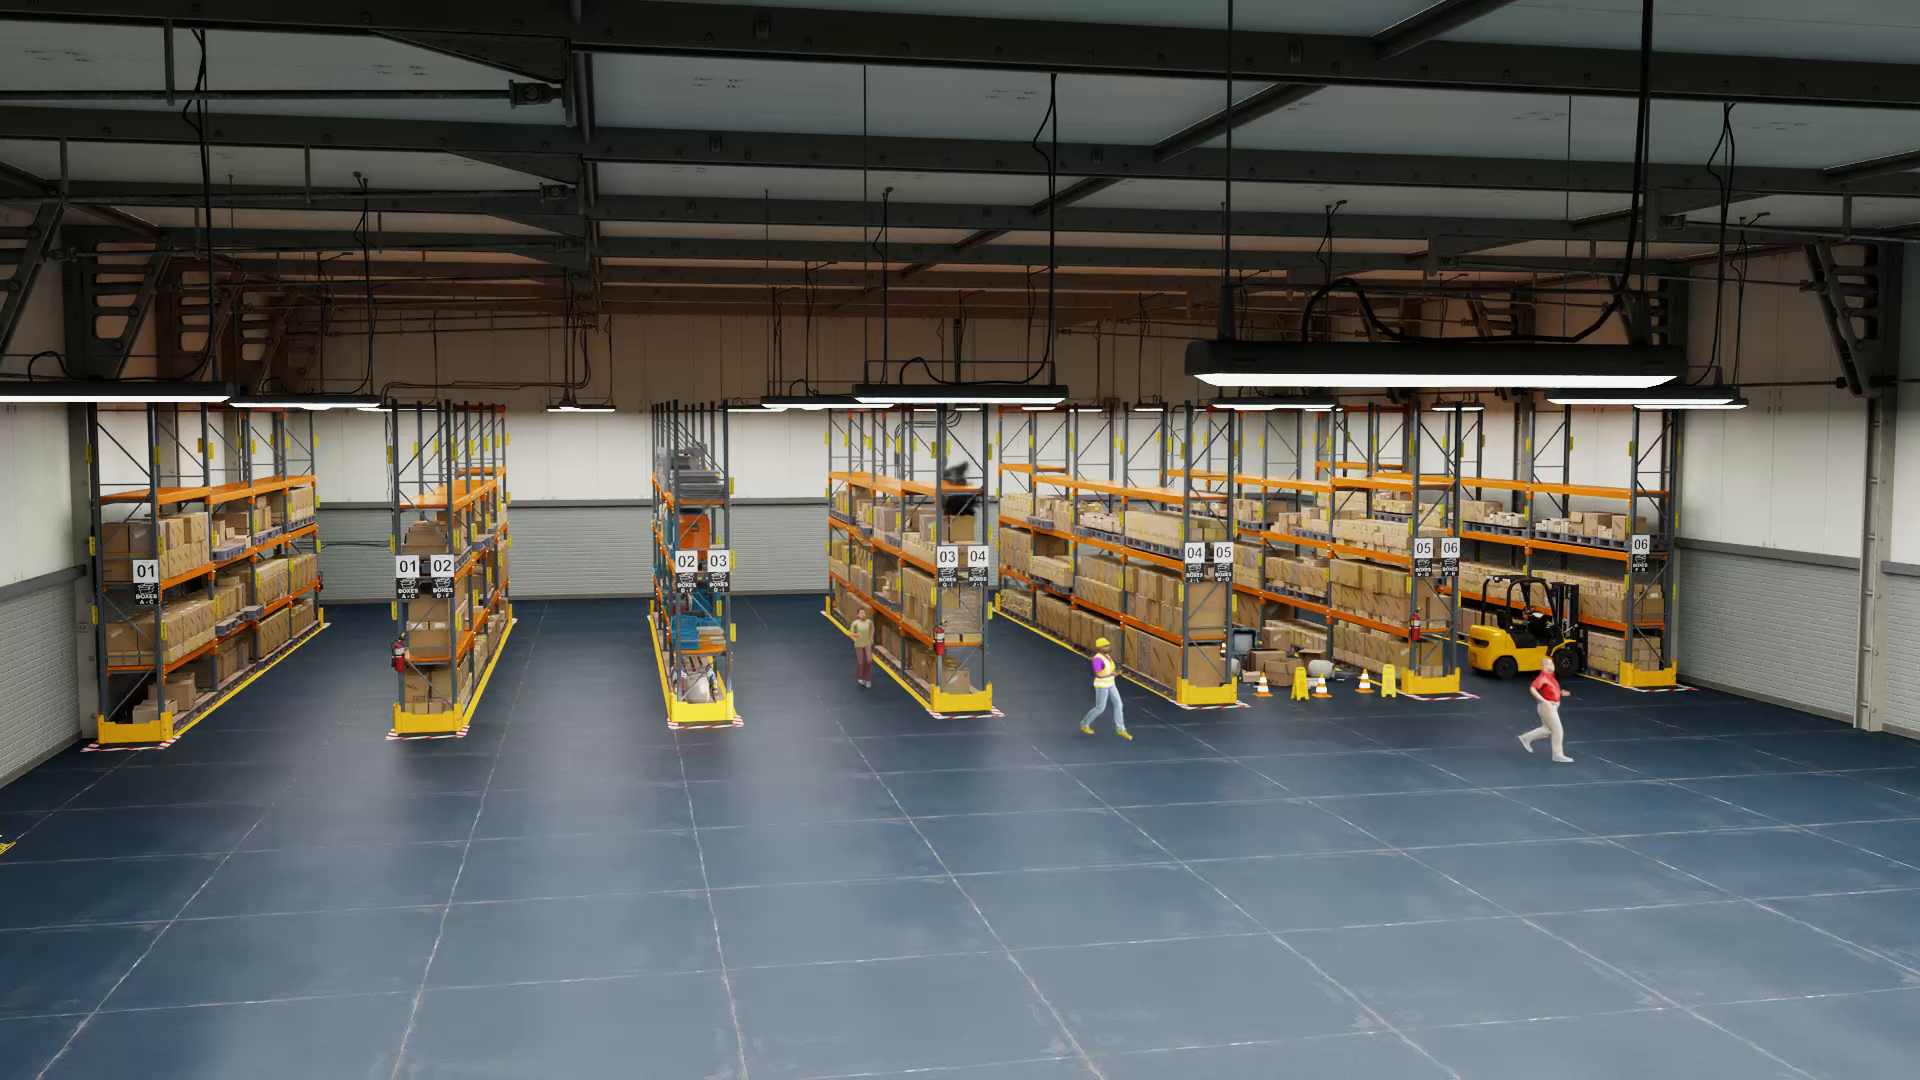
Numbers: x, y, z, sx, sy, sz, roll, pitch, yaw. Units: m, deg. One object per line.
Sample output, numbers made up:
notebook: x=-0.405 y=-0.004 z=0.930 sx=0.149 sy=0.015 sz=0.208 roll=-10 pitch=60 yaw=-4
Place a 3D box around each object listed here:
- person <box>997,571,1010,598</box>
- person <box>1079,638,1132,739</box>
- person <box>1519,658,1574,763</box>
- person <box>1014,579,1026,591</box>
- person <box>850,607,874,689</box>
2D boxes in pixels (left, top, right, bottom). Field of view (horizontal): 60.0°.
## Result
person: x=1.309 y=1.144 z=50.053 sx=0.662 sy=1.676 sz=0.718 roll=1 pitch=4 yaw=13
person: x=2.591 y=2.624 z=29.487 sx=0.944 sy=1.779 sz=0.706 roll=2 pitch=5 yaw=30
person: x=9.701 y=2.797 z=27.512 sx=0.907 sy=1.690 sz=0.663 roll=3 pitch=5 yaw=30
person: x=1.907 y=1.089 z=49.965 sx=0.608 sy=1.744 sz=0.689 roll=-1 pitch=5 yaw=-17
person: x=-2.043 y=2.264 z=34.947 sx=0.556 sy=1.710 sz=0.711 roll=-1 pitch=4 yaw=-12
